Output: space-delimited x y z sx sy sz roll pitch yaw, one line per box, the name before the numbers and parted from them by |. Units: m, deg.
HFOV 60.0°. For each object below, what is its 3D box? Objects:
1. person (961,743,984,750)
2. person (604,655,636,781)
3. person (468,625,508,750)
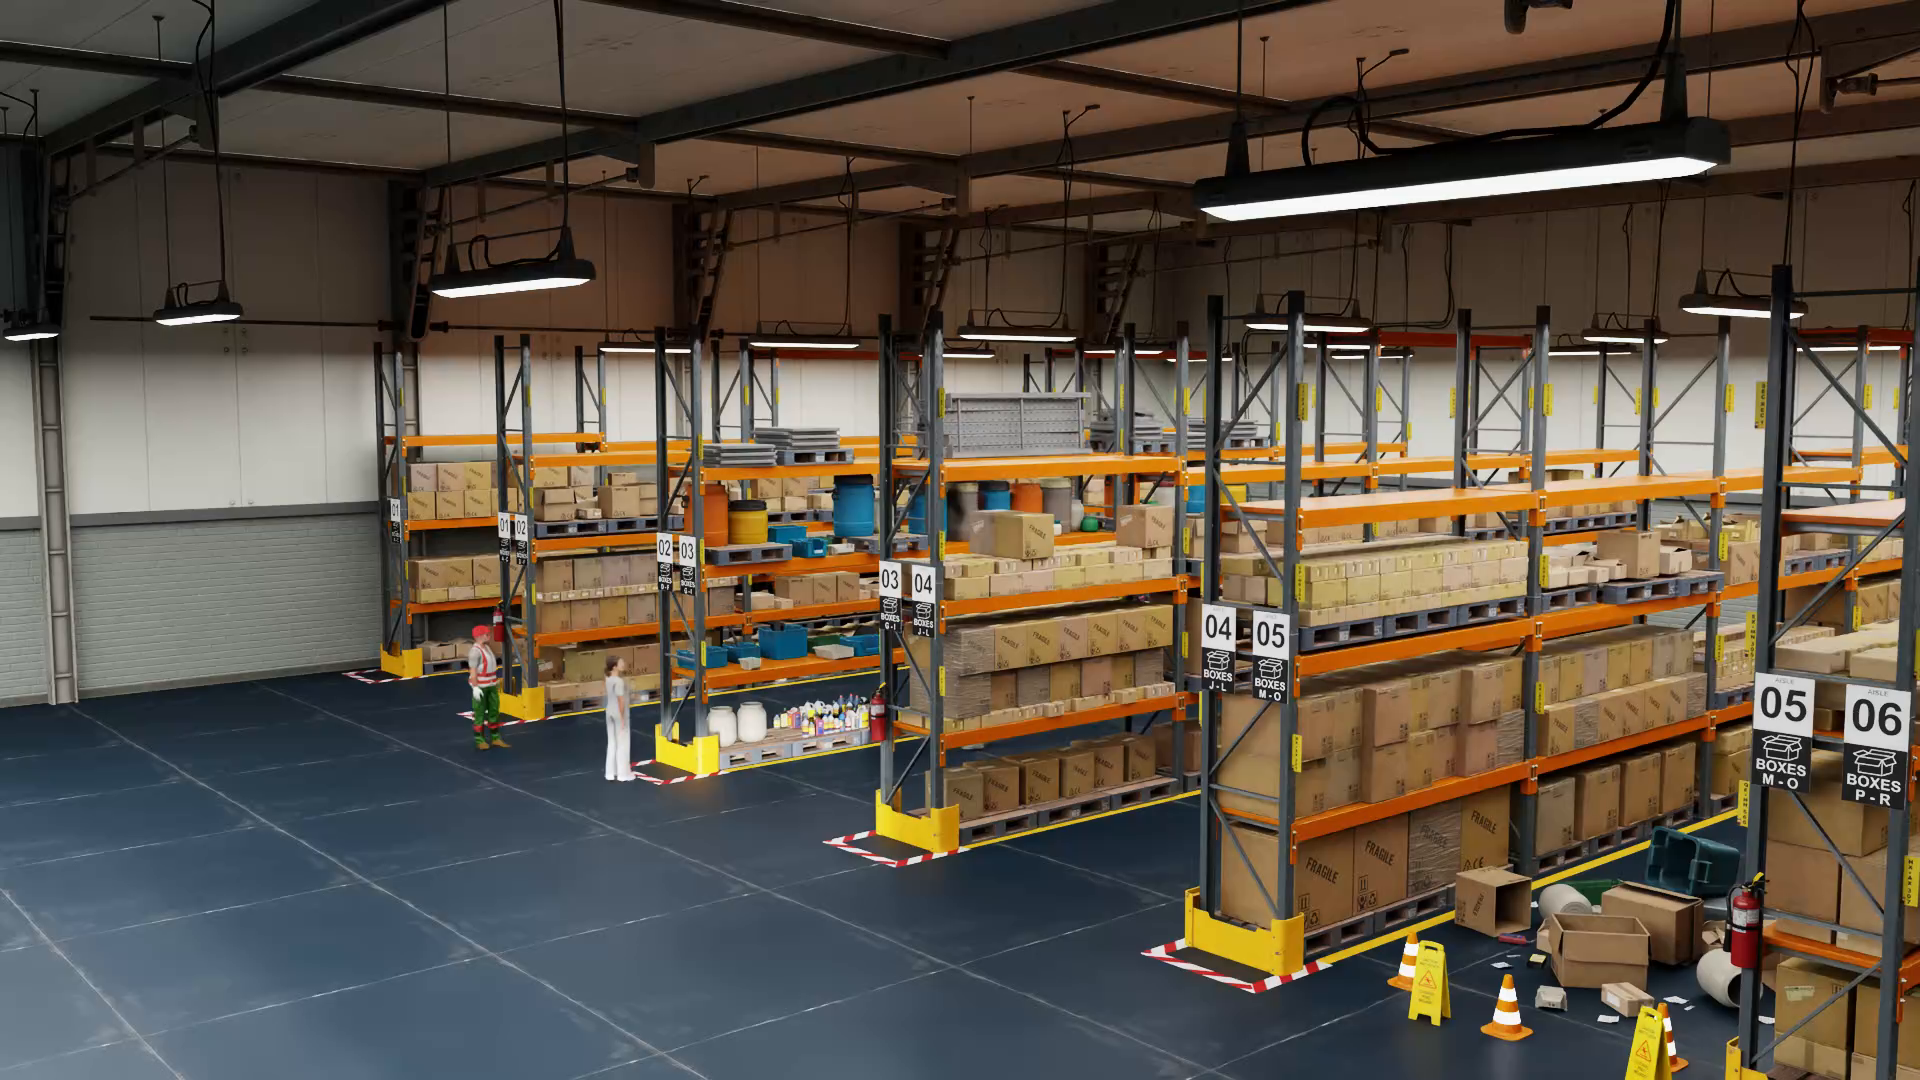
person | 0.232 2.119 23.953 0.408 1.727 0.621 1 5 10
person | -4.470 2.333 21.913 0.508 1.688 0.507 4 7 39
person | -6.806 2.110 23.875 0.442 1.798 0.620 3 6 28
